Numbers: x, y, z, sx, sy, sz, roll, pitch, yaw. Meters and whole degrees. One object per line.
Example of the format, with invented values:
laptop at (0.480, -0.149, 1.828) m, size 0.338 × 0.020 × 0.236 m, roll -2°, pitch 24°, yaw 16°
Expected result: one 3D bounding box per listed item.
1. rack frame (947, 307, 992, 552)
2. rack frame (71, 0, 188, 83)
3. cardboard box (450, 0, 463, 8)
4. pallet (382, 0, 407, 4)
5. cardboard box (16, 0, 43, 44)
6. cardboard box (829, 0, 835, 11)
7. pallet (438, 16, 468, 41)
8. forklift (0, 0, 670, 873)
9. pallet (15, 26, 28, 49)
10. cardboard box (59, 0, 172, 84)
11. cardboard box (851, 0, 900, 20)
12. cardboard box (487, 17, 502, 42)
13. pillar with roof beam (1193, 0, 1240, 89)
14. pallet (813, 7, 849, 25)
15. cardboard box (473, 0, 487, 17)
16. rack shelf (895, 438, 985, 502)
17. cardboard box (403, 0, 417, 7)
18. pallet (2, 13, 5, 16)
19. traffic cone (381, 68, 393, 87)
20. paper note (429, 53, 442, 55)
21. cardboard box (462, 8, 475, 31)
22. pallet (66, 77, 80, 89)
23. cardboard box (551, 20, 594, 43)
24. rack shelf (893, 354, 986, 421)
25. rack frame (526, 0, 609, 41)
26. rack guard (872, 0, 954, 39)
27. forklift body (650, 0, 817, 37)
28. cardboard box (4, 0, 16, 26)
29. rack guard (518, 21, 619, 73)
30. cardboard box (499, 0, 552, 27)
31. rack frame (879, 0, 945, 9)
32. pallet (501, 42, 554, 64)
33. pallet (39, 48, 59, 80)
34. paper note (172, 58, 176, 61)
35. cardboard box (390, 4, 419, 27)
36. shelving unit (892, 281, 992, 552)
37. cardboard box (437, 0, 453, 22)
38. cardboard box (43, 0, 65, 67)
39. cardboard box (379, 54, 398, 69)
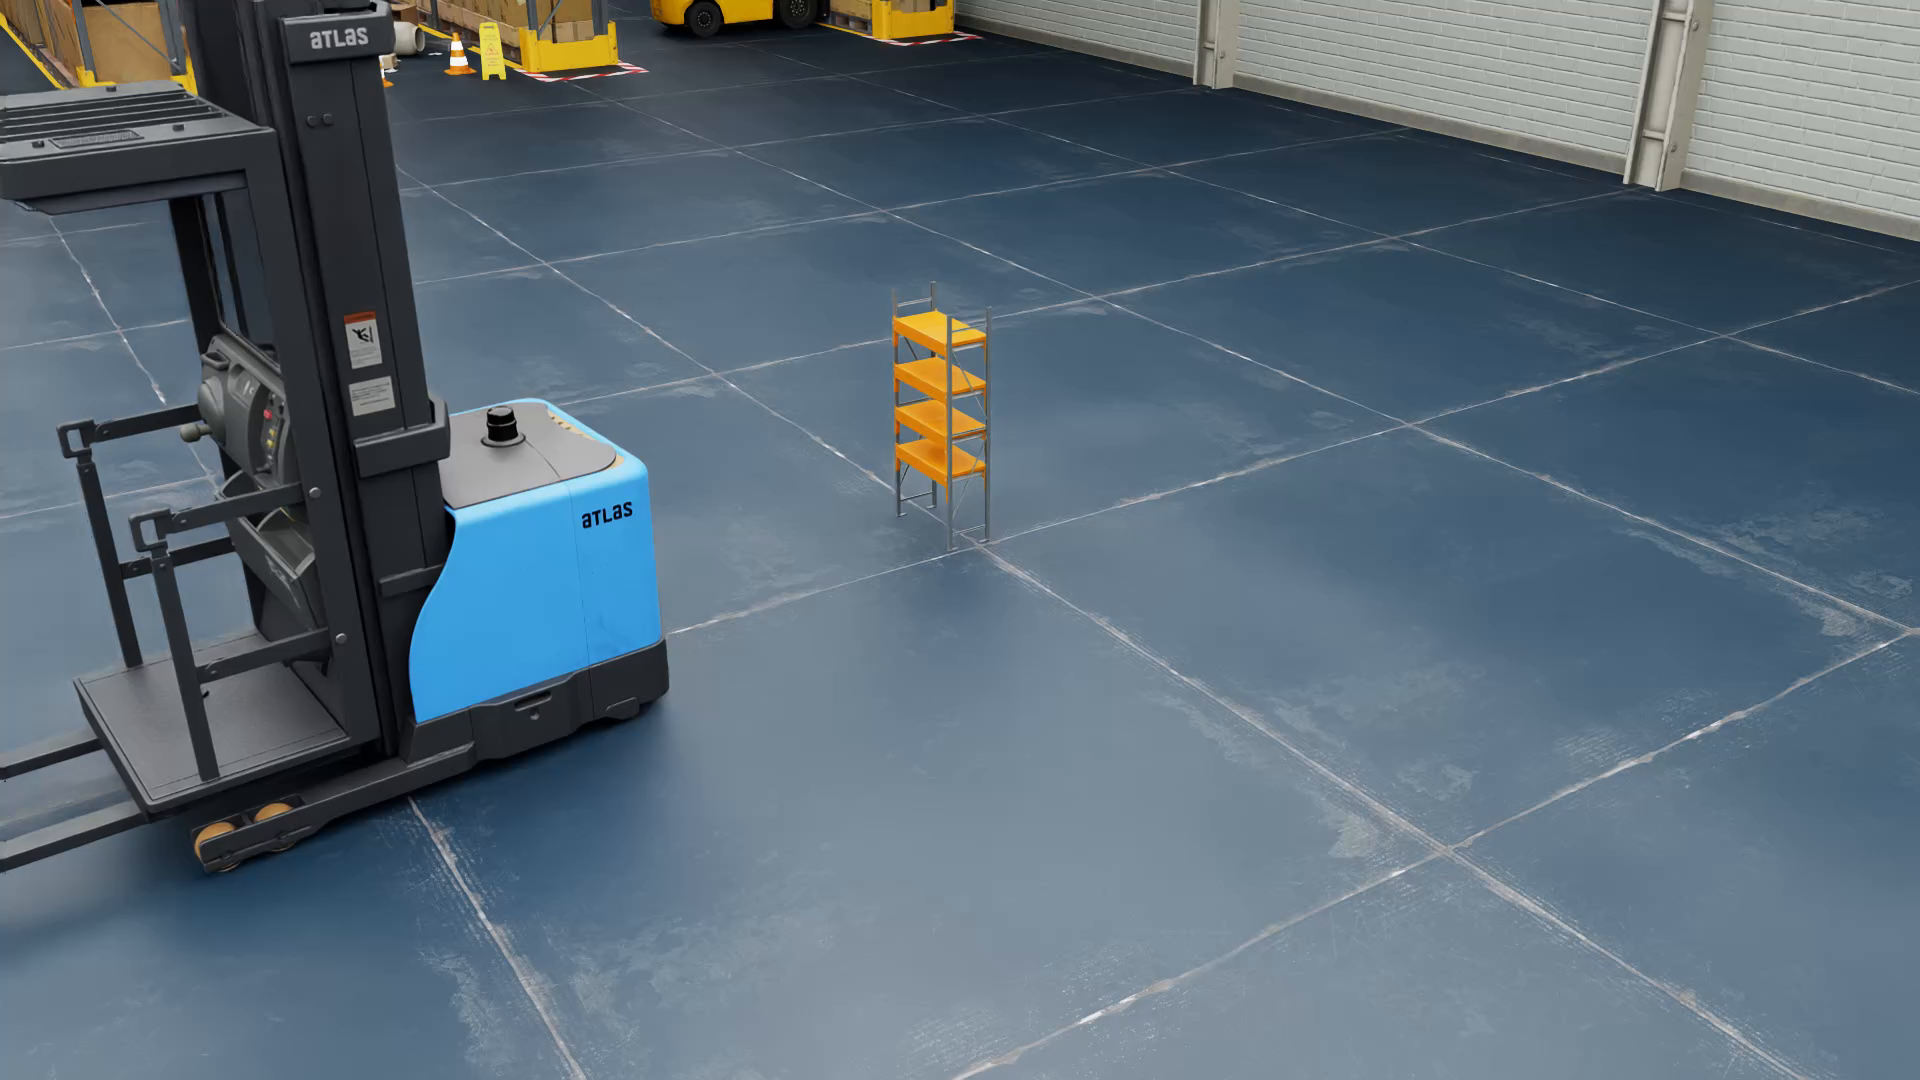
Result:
rack frame at (0.043, -0.515, 7.934) m, size 0.240 × 1.200 × 0.015 m, roll -16°, pitch 29°, yaw -30°
rack frame at (-8.911, -6.057, 17.566) m, size 1.000 × 3.000 × 0.127 m, roll -16°, pitch 29°, yaw -30°
cardboard box at (-6.604, -7.500, 22.474) m, size 0.500 × 0.500 × 0.500 m, roll -14°, pitch 29°, yaw -28°
pallet at (-8.099, -8.131, 25.227) m, size 1.003 × 0.211 × 1.213 m, roll -16°, pitch 29°, yaw -30°
cardboard box at (-11.509, -6.861, 21.414) m, size 1.050 × 0.750 × 0.750 m, roll -16°, pitch 29°, yaw -30°
cardboard box at (-1.712, -7.807, 24.002) m, size 0.500 × 0.250 × 0.500 m, roll -15°, pitch 29°, yaw -29°
pallet at (-6.606, -7.184, 23.221) m, size 1.003 × 0.211 × 1.213 m, roll -16°, pitch 29°, yaw -30°
forklift at (-2.661, -0.424, 5.714) m, size 3.031 × 2.935 × 1.130 m, roll -18°, pitch 31°, yaw -34°
pallet at (-12.249, -6.922, 22.665) m, size 1.003 × 0.211 × 1.213 m, roll -16°, pitch 29°, yaw -30°
cardboard box at (-9.336, -5.513, 18.412) m, size 0.875 × 0.875 × 0.875 m, roll -15°, pitch 29°, yaw -29°
cardboard box at (-1.183, -7.446, 23.237) m, size 0.500 × 0.250 × 0.500 m, roll -15°, pitch 29°, yaw -29°
cardboard box at (-5.761, -6.607, 21.460) m, size 0.500 × 0.250 × 0.500 m, roll -15°, pitch 29°, yaw -29°
pillar with roof beam at (-0.618, -8.427, 15.560) m, size 9.100 × 9.000 × 0.400 m, roll -16°, pitch 29°, yaw -30°
pallet at (-1.776, -7.843, 24.617) m, size 1.003 × 0.211 × 1.213 m, roll -16°, pitch 29°, yaw -30°
cardboard box at (-6.032, -7.126, 21.682) m, size 0.500 × 0.500 × 0.500 m, roll -16°, pitch 30°, yaw -31°
rack shelf at (-0.090, -0.361, 8.233) m, size 0.258 × 0.148 × 0.480 m, roll -16°, pitch 29°, yaw -30°
cardboard box at (-7.686, -8.122, 24.528) m, size 0.950 × 0.372 × 0.625 m, roll -14°, pitch 28°, yaw -26°
pallet at (-13.703, -7.937, 24.816) m, size 1.003 × 0.211 × 1.213 m, roll -16°, pitch 29°, yaw -30°
traffic cone at (-6.879, -5.572, 19.512) m, size 0.336 × 0.463 × 0.334 m, roll -16°, pitch 29°, yaw -30°
paper note at (-6.812, -6.323, 21.608) m, size 0.148 × 0.019 × 0.142 m, roll 18°, pitch 31°, yaw 33°
cardboard box at (-6.314, -6.972, 22.235) m, size 0.500 × 0.250 × 0.500 m, roll -16°, pitch 30°, yaw -30°
pallet at (-9.413, -5.064, 18.729) m, size 1.003 × 0.211 × 1.213 m, roll -16°, pitch 29°, yaw -30°
cardboard box at (-5.027, -6.546, 21.332) m, size 0.500 × 0.250 × 0.500 m, roll -16°, pitch 30°, yaw -30°
rack shelf at (-0.090, -0.743, 8.053) m, size 0.258 × 0.148 × 0.480 m, roll -16°, pitch 29°, yaw -30°
rack frame at (-4.819, -7.247, 20.087) m, size 1.000 × 3.000 × 0.127 m, roll -16°, pitch 29°, yaw -30°
rack guard at (-0.649, -7.266, 23.055) m, size 1.175 × 0.500 × 0.348 m, roll -16°, pitch 29°, yaw -30°
forklift body at (-3.226, -8.274, 23.257) m, size 2.313 × 2.155 × 1.214 m, roll -16°, pitch 29°, yaw -30°
cardboard box at (-12.541, -7.540, 22.852) m, size 1.050 × 0.750 × 0.750 m, roll -15°, pitch 29°, yaw -29°
rack guard at (-4.860, -6.143, 20.678) m, size 1.175 × 0.500 × 0.348 m, roll -16°, pitch 29°, yaw -30°
cardboard box at (-5.474, -6.758, 20.902) m, size 0.500 × 0.500 × 0.500 m, roll -15°, pitch 29°, yaw -29°
rack frame at (-0.662, -8.405, 22.540) m, size 1.000 × 3.000 × 0.127 m, roll -16°, pitch 29°, yaw -30°
pallet at (-5.274, -6.312, 21.372) m, size 1.003 × 0.211 × 1.213 m, roll -16°, pitch 29°, yaw -30°
pallet at (-10.745, -5.936, 20.578) m, size 1.003 × 0.211 × 1.213 m, roll -16°, pitch 29°, yaw -30°
paper note at (-9.969, -6.116, 21.168) m, size 0.142 × 0.020 × 0.147 m, roll 7°, pitch 26°, yaw 15°
cardboard box at (-7.557, -6.848, 22.167) m, size 0.500 × 0.500 × 0.500 m, roll 3°, pitch 25°, yaw 6°
shelving unit at (-0.090, -0.602, 8.119) m, size 0.258 × 1.200 × 0.503 m, roll -16°, pitch 29°, yaw -30°
cardboard box at (-6.906, -7.350, 23.034) m, size 0.500 × 0.250 × 0.500 m, roll -17°, pitch 30°, yaw -32°
cardboard box at (-10.314, -6.154, 19.769) m, size 0.875 × 0.875 × 0.875 m, roll -15°, pitch 29°, yaw -29°
cardboard box at (-7.226, -5.955, 20.691) m, size 0.380 × 0.149 × 0.250 m, roll -1°, pitch 25°, yaw -3°
